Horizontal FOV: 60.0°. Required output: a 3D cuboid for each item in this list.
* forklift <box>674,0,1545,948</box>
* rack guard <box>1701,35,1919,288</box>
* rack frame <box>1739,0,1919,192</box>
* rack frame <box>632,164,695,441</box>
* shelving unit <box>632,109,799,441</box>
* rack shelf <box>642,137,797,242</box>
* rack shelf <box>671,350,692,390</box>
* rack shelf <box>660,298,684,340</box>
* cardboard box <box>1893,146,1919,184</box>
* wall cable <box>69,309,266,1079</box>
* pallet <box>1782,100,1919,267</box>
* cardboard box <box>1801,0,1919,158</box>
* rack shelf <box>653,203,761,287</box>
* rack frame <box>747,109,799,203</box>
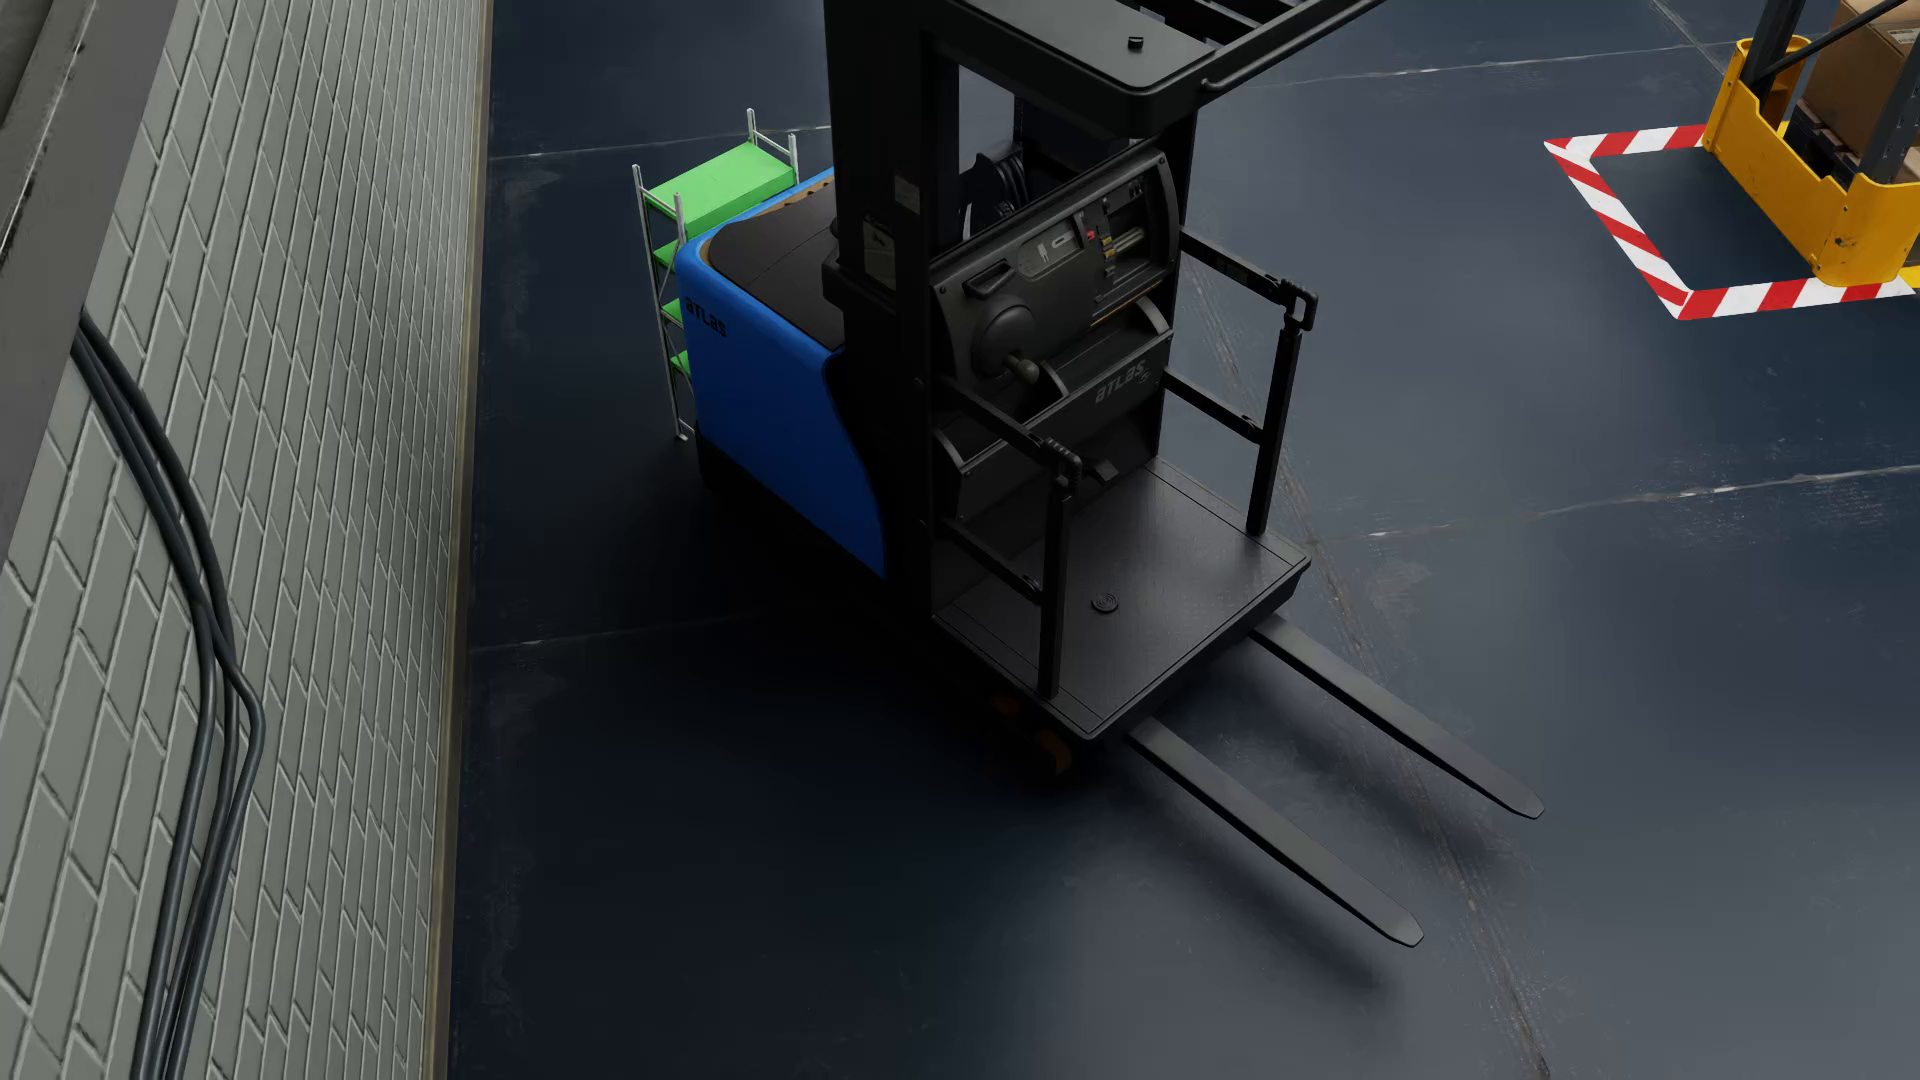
[{"bbox_3d":[0.436,-0.691,4.598,1.130,2.935,3.031,-35,55,-29],"label":"forklift"},{"bbox_3d":[3.713,-1.663,7.223,0.348,0.500,1.175,-7,46,-7],"label":"rack guard"},{"bbox_3d":[3.638,-2.521,6.314,0.127,3.000,1.000,-7,46,-7],"label":"rack frame"},{"bbox_3d":[-0.994,-0.761,5.868,0.015,1.200,0.240,-35,55,-29],"label":"rack frame"},{"bbox_3d":[-0.820,-0.884,5.986,0.503,1.200,0.258,-35,55,-29],"label":"shelving unit"},{"bbox_3d":[-0.820,-1.173,5.687,0.480,0.148,0.258,-35,55,-29],"label":"rack shelf"},{"bbox_3d":[-0.820,-0.673,6.205,0.480,0.148,0.258,-35,55,-29],"label":"rack shelf"},{"bbox_3d":[-0.820,-0.840,6.032,0.480,0.148,0.258,-35,55,-29],"label":"rack shelf"},{"bbox_3d":[4.109,-1.492,6.997,0.250,0.149,0.380,-7,46,-7],"label":"cardboard box"},{"bbox_3d":[-1.148,0.430,1.461,0.112,2.526,3.097,-7,46,-7],"label":"wall cable"},{"bbox_3d":[4.498,-1.661,7.422,1.213,0.211,1.003,-7,46,-7],"label":"pallet"},{"bbox_3d":[4.132,-2.048,7.288,0.500,0.500,0.500,-7,46,-7],"label":"cardboard box"},{"bbox_3d":[-0.820,-1.006,5.860,0.480,0.148,0.258,-35,55,-29],"label":"rack shelf"},{"bbox_3d":[-0.646,-1.007,6.105,0.015,1.200,0.240,-35,55,-29],"label":"rack frame"}]
